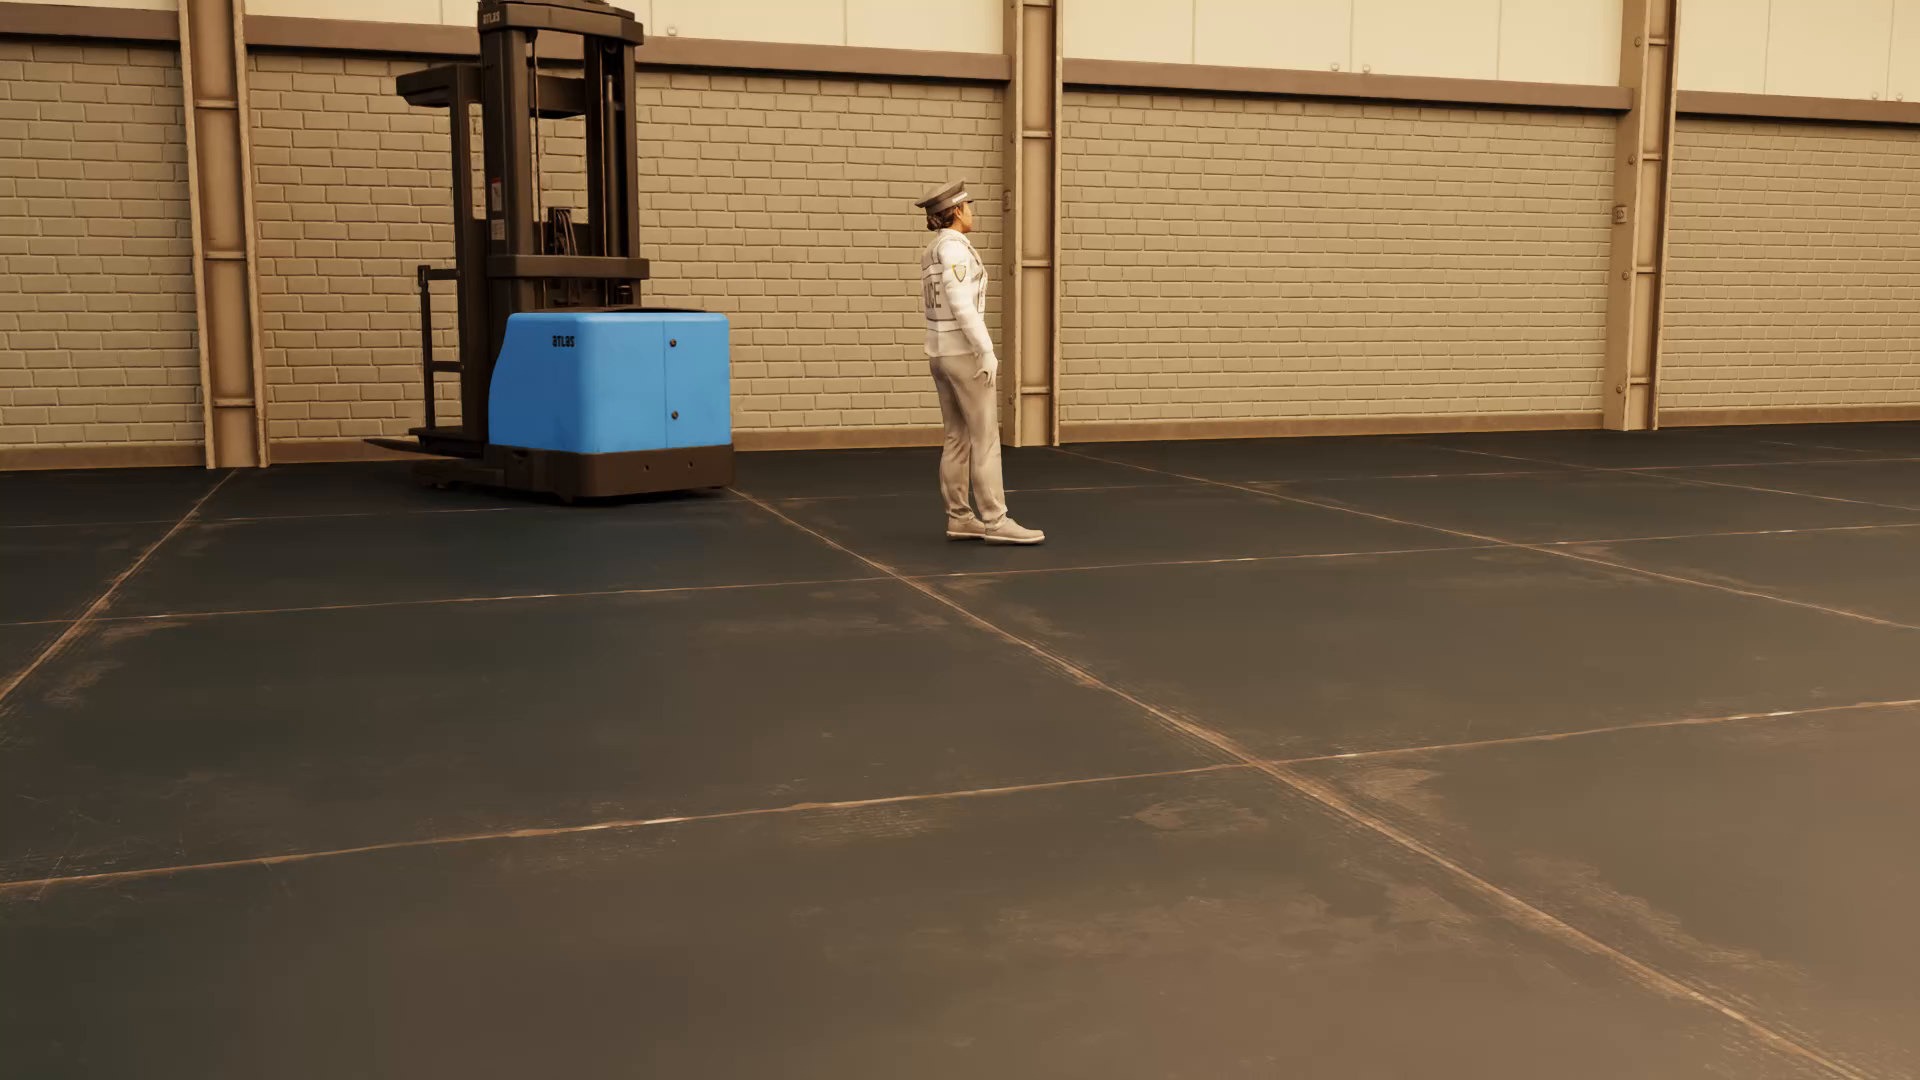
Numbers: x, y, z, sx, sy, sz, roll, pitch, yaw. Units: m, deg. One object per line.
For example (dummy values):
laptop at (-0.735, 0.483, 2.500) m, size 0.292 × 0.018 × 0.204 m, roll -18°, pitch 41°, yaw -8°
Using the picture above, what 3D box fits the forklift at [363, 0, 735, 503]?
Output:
forklift at (-2.736, -1.802, 10.297) m, size 3.031 × 2.935 × 1.130 m, roll 7°, pitch 11°, yaw 44°

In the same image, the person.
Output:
person at (0.067, -0.849, 7.824) m, size 0.532 × 1.694 × 0.586 m, roll -3°, pitch 8°, yaw -18°
